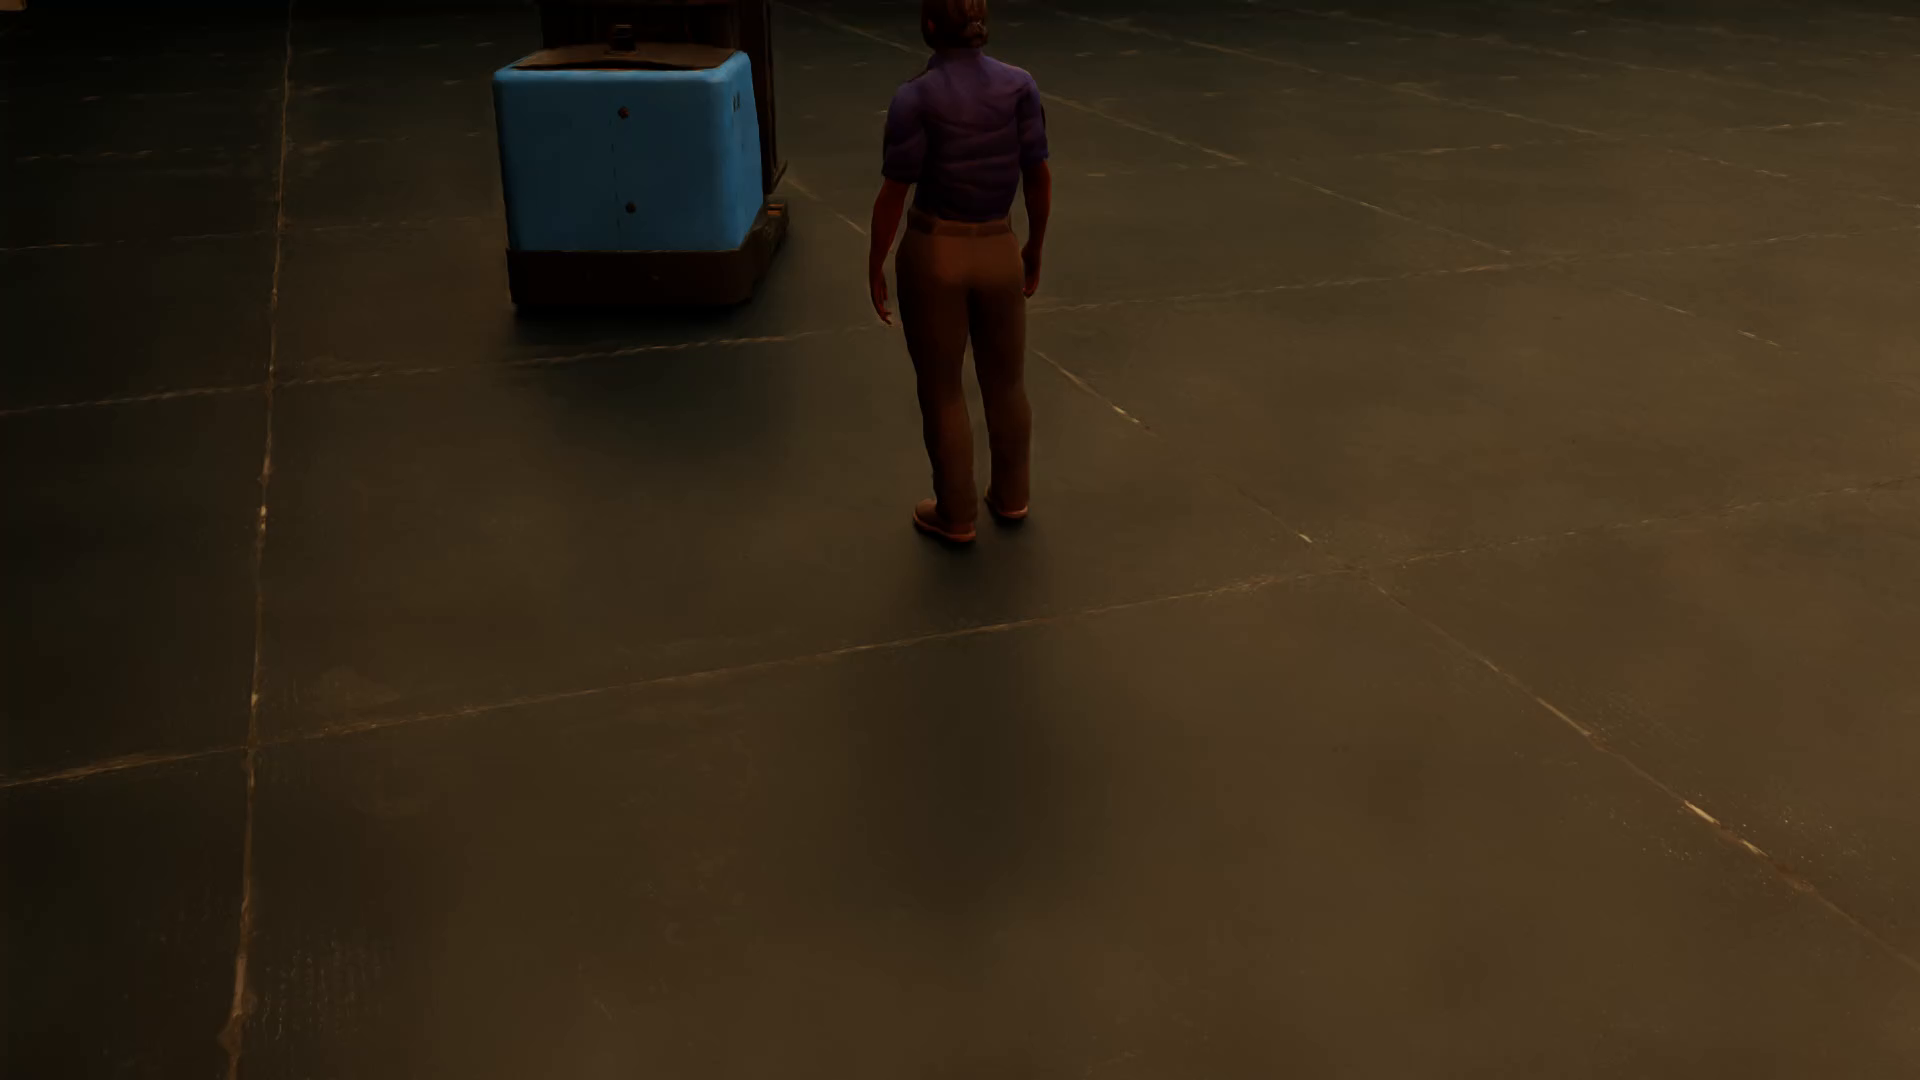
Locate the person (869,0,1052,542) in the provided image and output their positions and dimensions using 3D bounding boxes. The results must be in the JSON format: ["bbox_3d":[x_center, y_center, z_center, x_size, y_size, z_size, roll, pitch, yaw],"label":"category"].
[{"bbox_3d":[-0.012,-0.797,4.841,0.570,1.641,0.503,-8,24,-18],"label":"person"}]

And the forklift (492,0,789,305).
[{"bbox_3d":[-1.491,-2.916,8.231,1.130,2.935,3.031,0,23,0],"label":"forklift"}]
